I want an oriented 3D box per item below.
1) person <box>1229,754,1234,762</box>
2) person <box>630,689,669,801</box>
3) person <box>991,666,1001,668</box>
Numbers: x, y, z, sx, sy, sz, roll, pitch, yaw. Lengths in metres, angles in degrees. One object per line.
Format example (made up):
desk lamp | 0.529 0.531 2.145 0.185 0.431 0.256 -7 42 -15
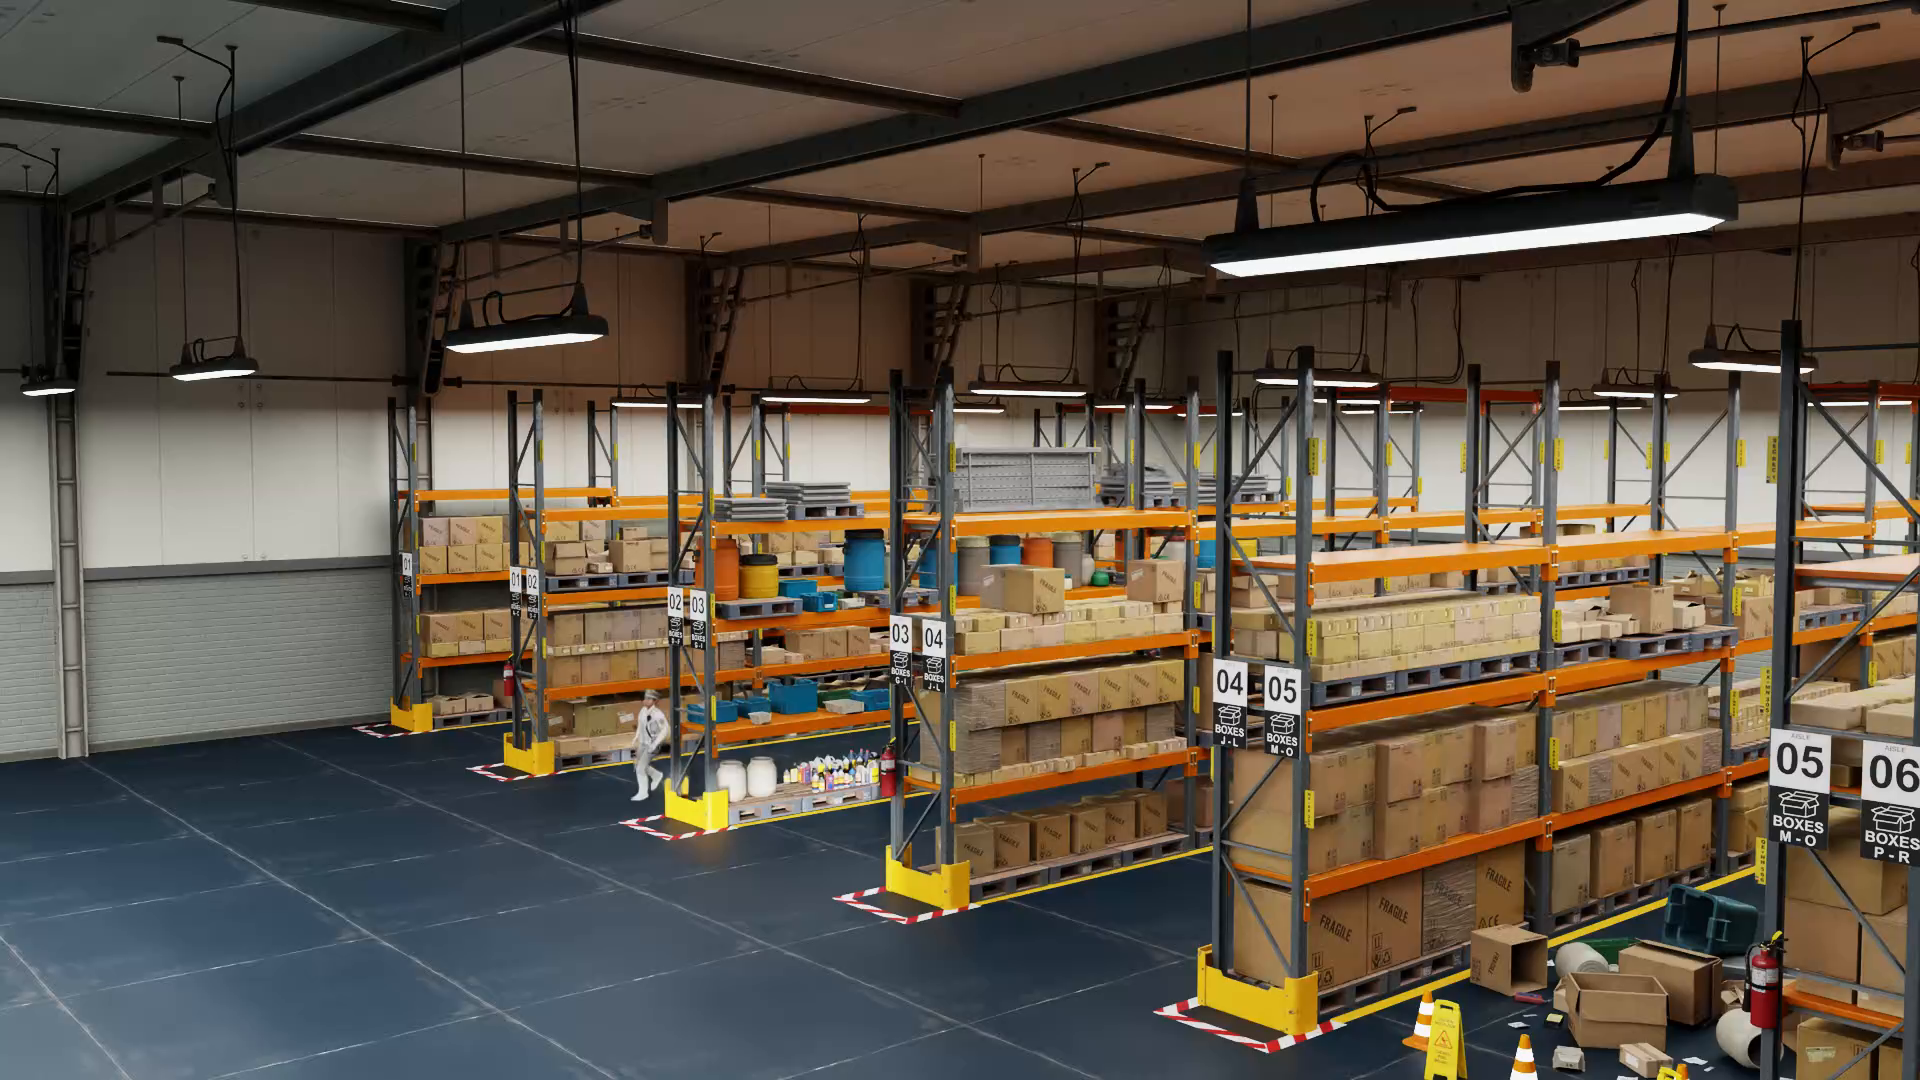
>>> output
person | 4.347 2.783 26.665 0.601 1.670 0.794 2 4 35
person | -4.412 2.955 24.094 0.657 1.648 0.594 3 4 40
person | 0.581 2.541 29.915 0.658 1.771 0.863 2 4 34
